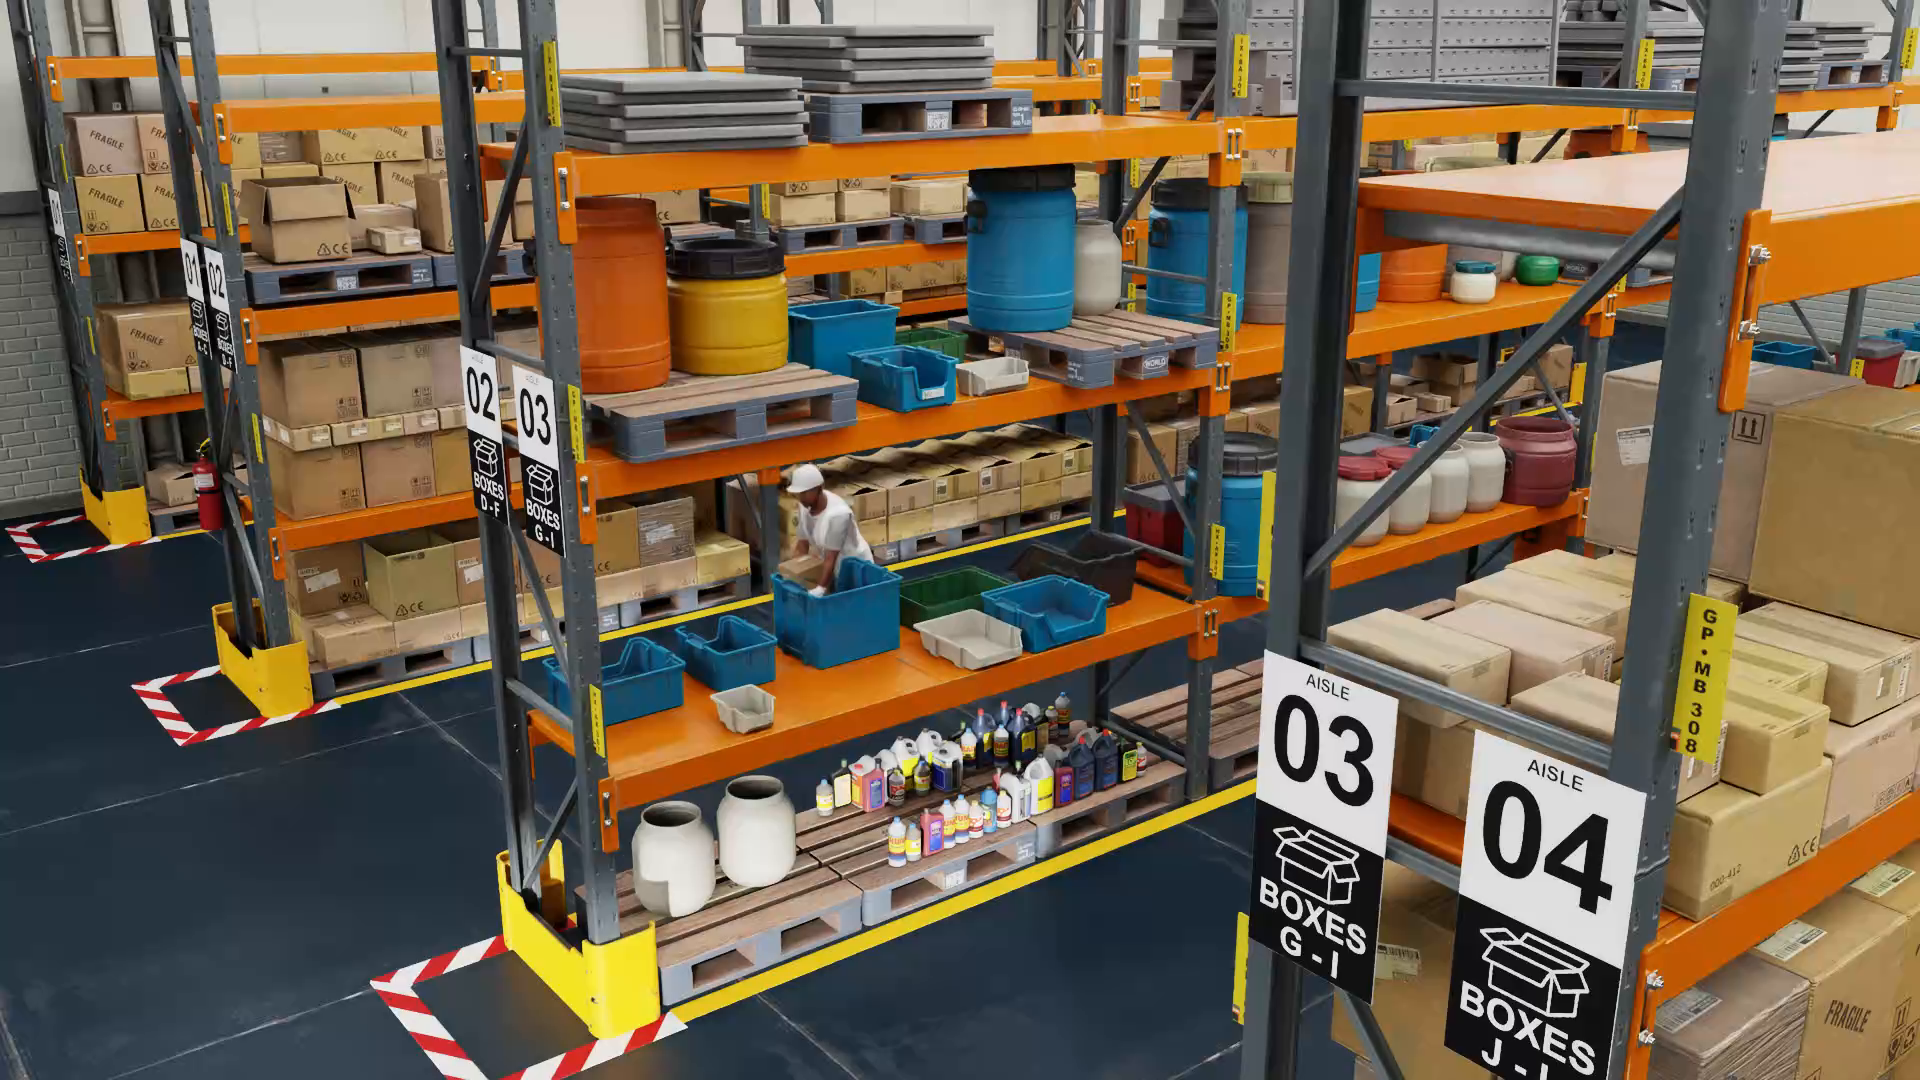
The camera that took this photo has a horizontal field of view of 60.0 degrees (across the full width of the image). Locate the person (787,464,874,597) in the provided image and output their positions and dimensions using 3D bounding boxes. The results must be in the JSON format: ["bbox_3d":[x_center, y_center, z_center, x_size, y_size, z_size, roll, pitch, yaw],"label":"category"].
[{"bbox_3d":[-0.927,0.263,11.820,0.645,1.700,0.482,-14,22,-37],"label":"person"}]
